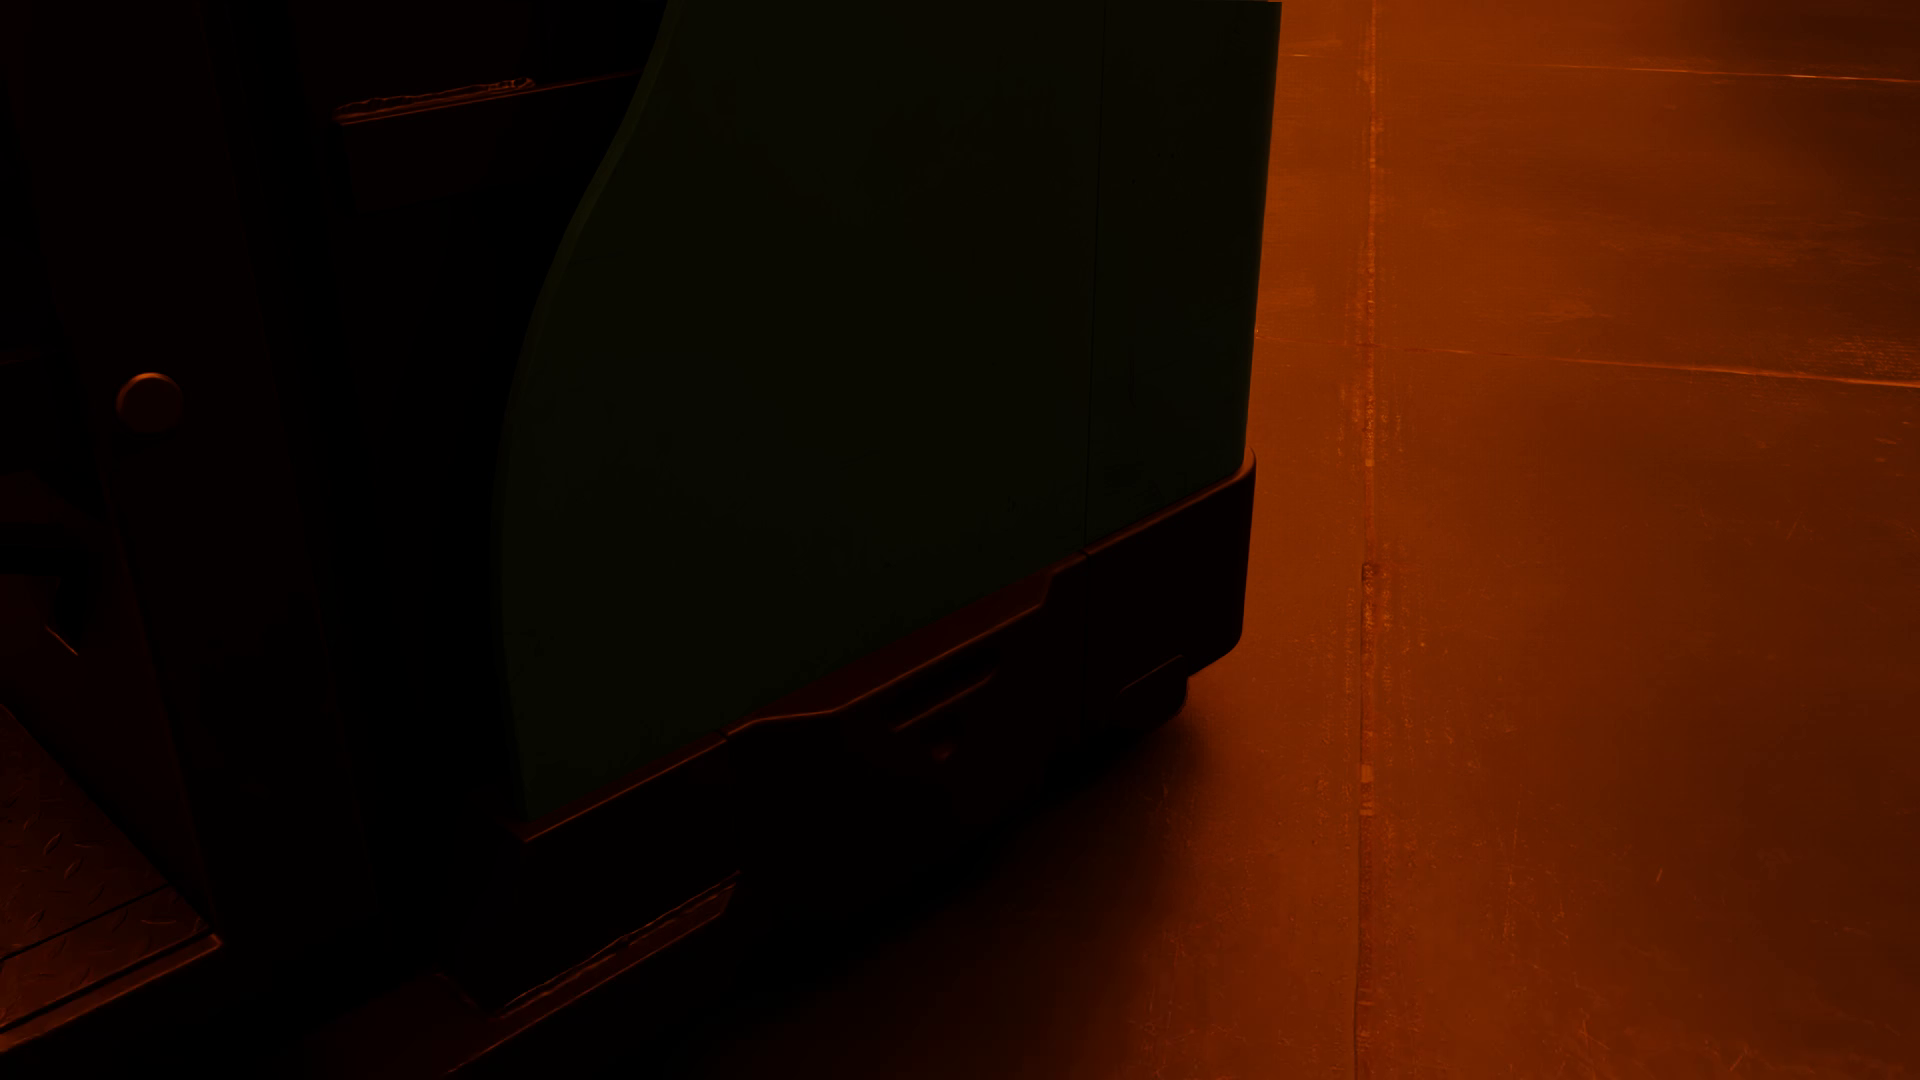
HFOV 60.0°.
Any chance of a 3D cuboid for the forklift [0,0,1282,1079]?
[{"bbox_3d":[-1.033,-0.815,0.862,1.130,2.935,3.031,24,35,39],"label":"forklift"}]
